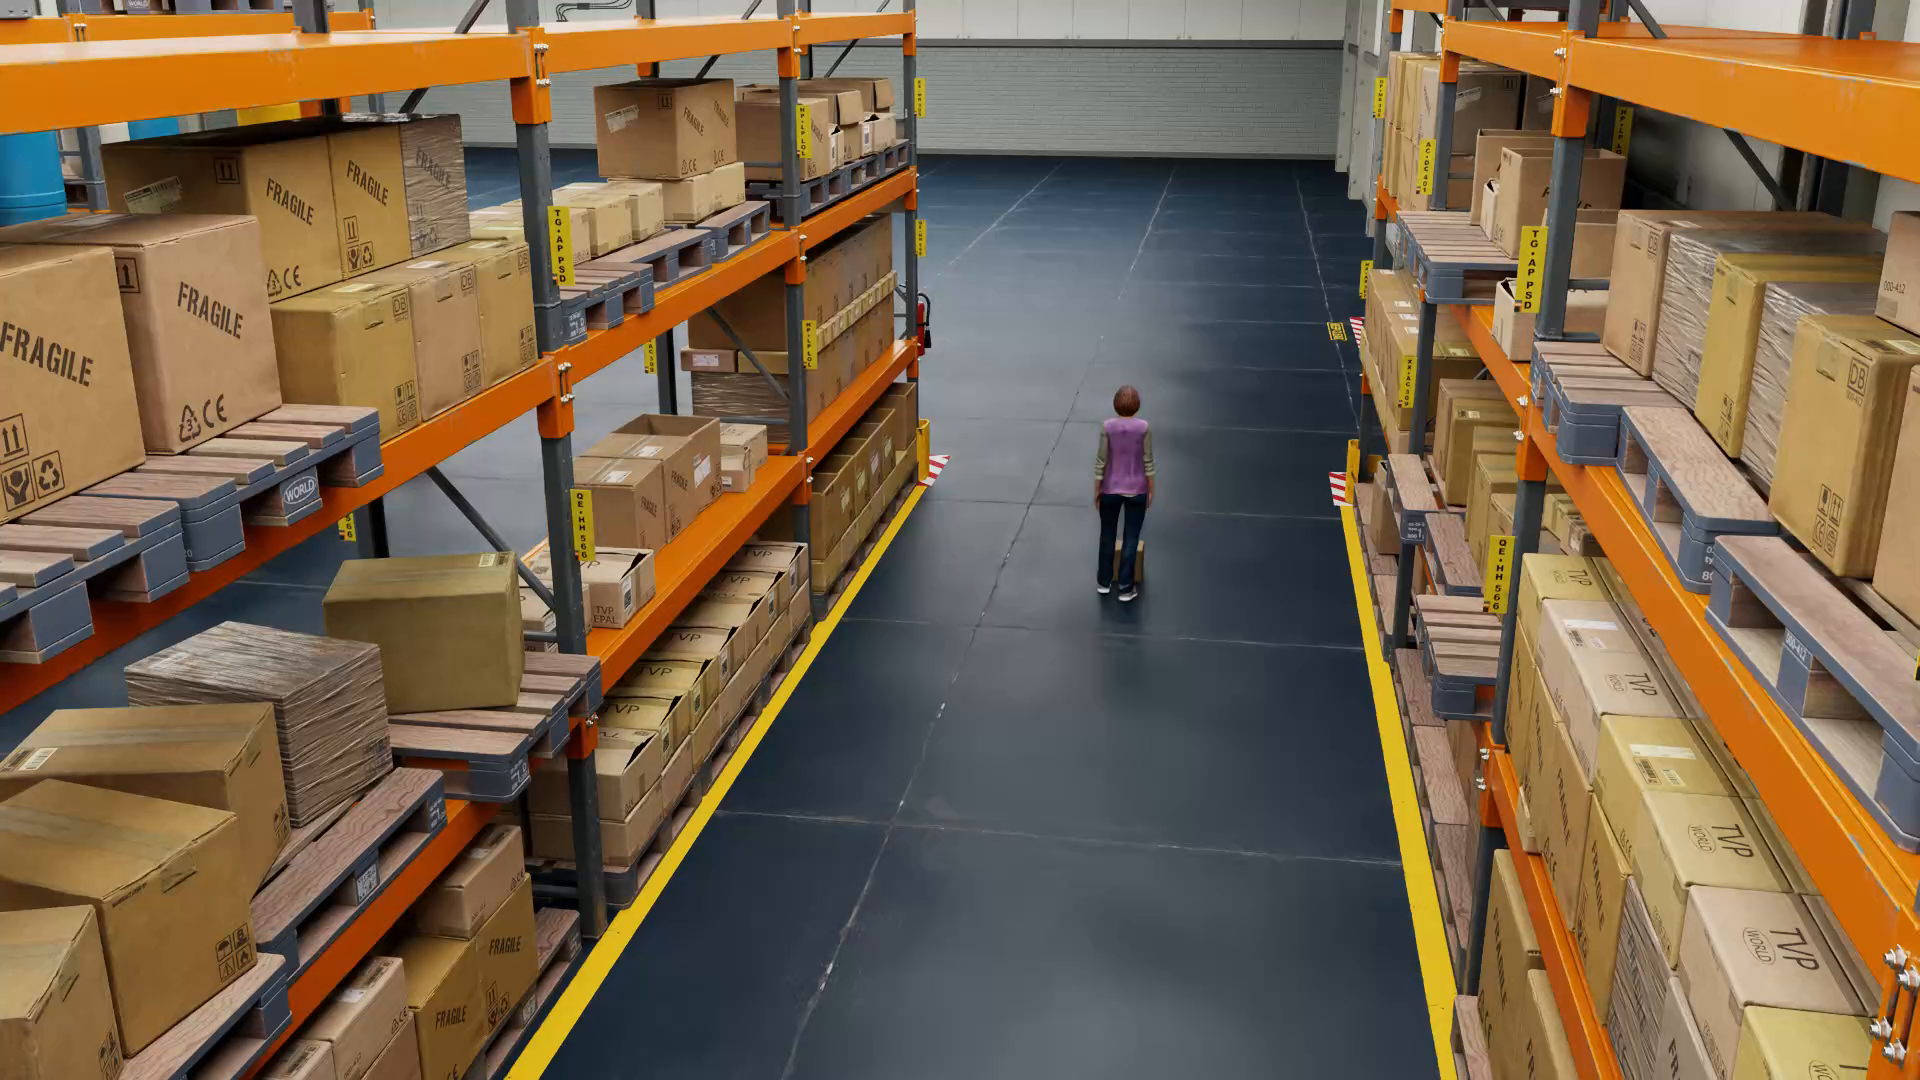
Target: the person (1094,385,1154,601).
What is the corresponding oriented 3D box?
[{"bbox_3d":[1.200,-0.353,12.137,0.430,1.602,0.479,3,18,9],"label":"person"}]
